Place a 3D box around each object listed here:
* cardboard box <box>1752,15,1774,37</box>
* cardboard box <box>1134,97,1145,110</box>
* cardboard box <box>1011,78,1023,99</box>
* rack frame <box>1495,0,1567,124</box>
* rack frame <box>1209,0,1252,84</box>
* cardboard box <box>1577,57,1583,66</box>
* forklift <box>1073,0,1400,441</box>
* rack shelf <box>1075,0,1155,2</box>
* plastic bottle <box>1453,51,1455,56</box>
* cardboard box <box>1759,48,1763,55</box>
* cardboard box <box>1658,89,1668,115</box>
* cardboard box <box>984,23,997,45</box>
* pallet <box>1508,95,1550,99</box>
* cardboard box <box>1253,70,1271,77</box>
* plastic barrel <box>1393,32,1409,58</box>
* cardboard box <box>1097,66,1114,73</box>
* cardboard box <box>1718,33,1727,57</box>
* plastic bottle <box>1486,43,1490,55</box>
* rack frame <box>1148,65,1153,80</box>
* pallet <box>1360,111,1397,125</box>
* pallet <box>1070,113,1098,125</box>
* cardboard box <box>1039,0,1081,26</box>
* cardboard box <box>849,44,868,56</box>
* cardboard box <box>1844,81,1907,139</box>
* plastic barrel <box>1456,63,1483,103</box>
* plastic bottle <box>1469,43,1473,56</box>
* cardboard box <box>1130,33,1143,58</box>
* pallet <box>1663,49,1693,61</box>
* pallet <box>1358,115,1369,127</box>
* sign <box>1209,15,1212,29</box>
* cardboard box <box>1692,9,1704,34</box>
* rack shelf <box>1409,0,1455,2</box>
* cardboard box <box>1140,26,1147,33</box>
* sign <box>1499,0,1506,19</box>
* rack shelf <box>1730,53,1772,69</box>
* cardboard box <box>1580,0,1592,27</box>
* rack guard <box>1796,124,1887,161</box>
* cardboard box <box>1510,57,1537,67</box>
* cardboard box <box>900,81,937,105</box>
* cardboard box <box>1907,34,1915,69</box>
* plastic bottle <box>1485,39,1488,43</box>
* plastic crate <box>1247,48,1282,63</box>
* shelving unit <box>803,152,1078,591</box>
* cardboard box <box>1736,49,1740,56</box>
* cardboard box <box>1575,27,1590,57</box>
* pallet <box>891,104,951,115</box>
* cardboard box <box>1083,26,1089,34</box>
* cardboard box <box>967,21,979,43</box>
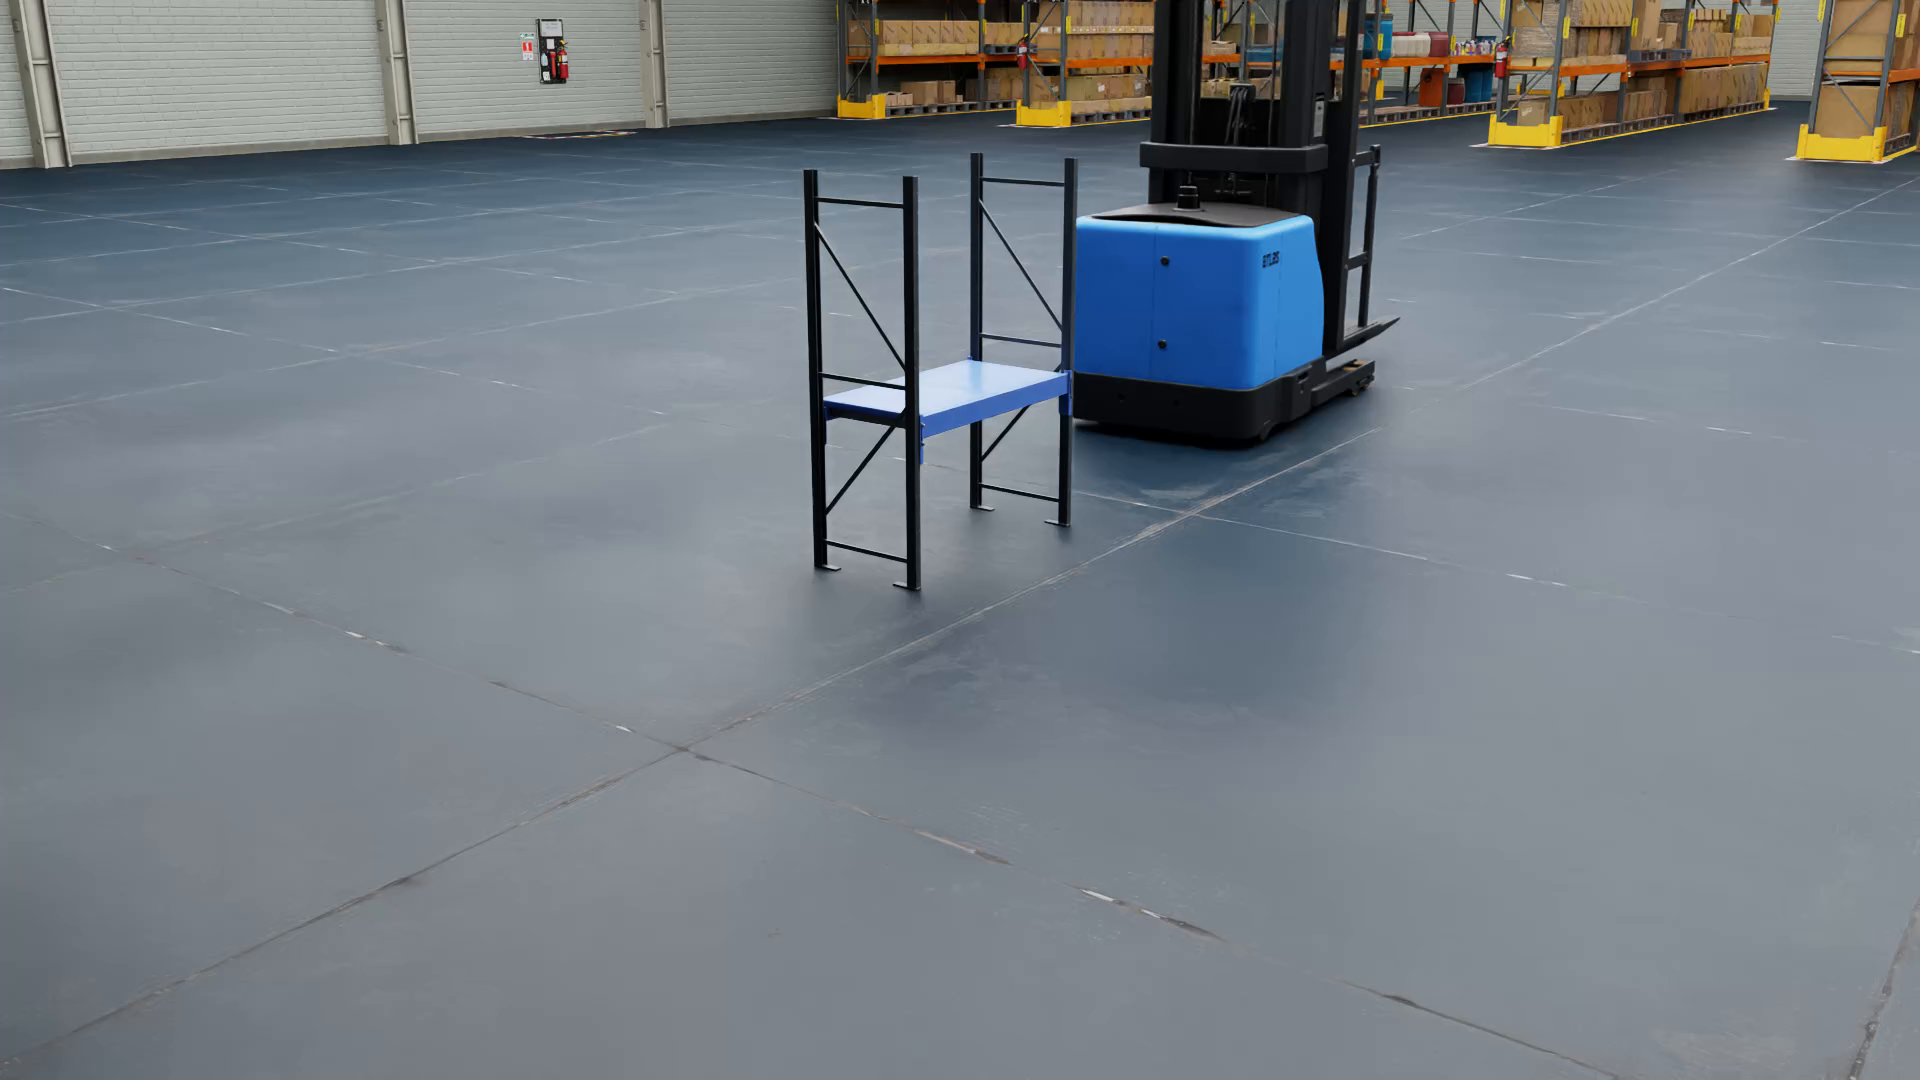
[{"bbox_3d":[19.139,-12.311,39.816,0.500,0.500,0.500,13,21,35],"label":"cardboard box"},{"bbox_3d":[3.708,-9.559,36.396,0.500,0.250,0.500,12,21,35],"label":"cardboard box"},{"bbox_3d":[1.163,-11.253,41.397,0.700,0.500,0.500,13,21,35],"label":"cardboard box"},{"bbox_3d":[9.685,-8.234,28.201,1.000,3.000,0.127,12,21,35],"label":"rack frame"},{"bbox_3d":[6.498,-11.891,39.976,1.000,3.000,0.127,12,21,35],"label":"rack frame"},{"bbox_3d":[10.658,-8.374,29.076,0.380,0.149,0.250,12,21,35],"label":"cardboard box"},{"bbox_3d":[1.721,-2.274,9.124,1.130,2.935,3.031,10,20,30],"label":"forklift"},{"bbox_3d":[3.709,-14.330,43.988,1.077,0.370,4.000,12,21,35],"label":"rack shelf"},{"bbox_3d":[11.082,-11.022,37.395,0.097,0.271,0.097,0,17,0],"label":"plastic bottle"},{"bbox_3d":[18.816,-11.600,39.465,0.380,0.149,0.250,13,21,36],"label":"cardboard box"},{"bbox_3d":[14.068,-8.993,34.117,0.700,0.500,0.500,11,20,32],"label":"cardboard box"},{"bbox_3d":[0.464,-12.186,40.015,0.700,0.500,0.500,12,21,35],"label":"cardboard box"},{"bbox_3d":[14.718,-11.399,43.094,1.003,0.211,1.213,12,21,35],"label":"pallet"},{"bbox_3d":[7.503,-11.788,41.854,0.500,0.250,0.500,12,21,34],"label":"cardboard box"},{"bbox_3d":[9.273,-10.491,35.238,0.433,0.535,0.433,0,17,0],"label":"plastic barrel"},{"bbox_3d":[3.588,-12.299,44.206,0.750,0.750,0.750,12,21,34],"label":"cardboard box"},{"bbox_3d":[16.475,-10.863,36.500,0.500,0.500,0.500,13,22,36],"label":"cardboard box"},{"bbox_3d":[12.363,-11.550,39.088,0.152,0.276,0.135,12,21,35],"label":"plastic bottle"},{"bbox_3d":[4.900,-13.718,45.860,1.000,3.000,0.127,12,21,35],"label":"rack frame"},{"bbox_3d":[8.527,-8.924,35.125,1.003,0.211,1.213,12,21,35],"label":"pallet"},{"bbox_3d":[2.153,-8.843,34.864,1.003,0.211,1.213,12,21,35],"label":"pallet"},{"bbox_3d":[2.051,-10.774,34.025,0.700,0.500,0.500,13,21,35],"label":"cardboard box"},{"bbox_3d":[-2.127,-10.943,37.144,0.500,0.250,0.500,13,21,35],"label":"cardboard box"},{"bbox_3d":[15.026,-7.119,27.485,0.875,0.875,0.875,13,21,35],"label":"cardboard box"},{"bbox_3d":[12.097,-10.870,39.521,0.600,0.901,0.708,12,21,35],"label":"plastic barrel"},{"bbox_3d":[11.716,-11.272,38.180,0.061,0.283,0.133,12,21,35],"label":"plastic bottle"},{"bbox_3d":[3.546,-10.752,36.141,0.700,0.500,0.500,12,21,34],"label":"cardboard box"},{"bbox_3d":[14.112,-9.859,33.758,1.213,0.211,1.003,12,21,35],"label":"pallet"},{"bbox_3d":[7.656,-8.578,34.009,1.003,0.211,1.213,12,21,35],"label":"pallet"},{"bbox_3d":[6.056,-12.499,40.118,0.100,0.325,0.005,12,21,35],"label":"sign"},{"bbox_3d":[15.290,-10.992,35.223,0.797,0.503,0.637,13,21,36],"label":"cardboard box"},{"bbox_3d":[9.282,-11.627,35.283,1.077,0.370,4.000,12,21,35],"label":"rack shelf"},{"bbox_3d":[3.821,-11.072,36.076,0.380,0.149,0.250,12,21,33],"label":"cardboard box"},{"bbox_3d":[9.251,-9.041,28.313,0.100,0.325,0.005,12,21,35],"label":"sign"},{"bbox_3d":[18.026,-11.225,39.045,1.077,0.370,4.000,12,21,35],"label":"rack shelf"},{"bbox_3d":[10.535,-9.102,28.640,0.500,0.500,0.500,12,21,35],"label":"cardboard box"},{"bbox_3d":[13.593,-6.134,25.653,1.175,0.500,0.348,12,21,35],"label":"rack guard"},{"bbox_3d":[9.689,-8.218,28.574,0.380,0.149,0.250,12,21,35],"label":"cardboard box"},{"bbox_3d":[-0.948,-10.327,38.413,0.700,0.500,0.500,11,20,31],"label":"cardboard box"},{"bbox_3d":[14.820,-7.881,26.811,0.875,0.550,0.500,12,21,35],"label":"cardboard box"},{"bbox_3d":[12.456,-11.692,39.421,0.144,0.351,0.185,12,21,35],"label":"plastic bottle"},{"bbox_3d":[5.765,-9.210,31.595,0.499,0.251,0.616,12,21,35],"label":"plastic crate"},{"bbox_3d":[-0.051,-0.696,6.456,0.538,1.500,1.048,12,21,35],"label":"shelving unit"},{"bbox_3d":[17.434,-11.046,37.681,0.380,0.149,0.250,12,21,33],"label":"cardboard box"},{"bbox_3d":[10.568,-8.802,29.358,0.875,0.500,0.500,12,21,35],"label":"cardboard box"},{"bbox_3d":[-0.965,-10.023,38.663,1.003,0.211,1.213,12,21,35],"label":"pallet"},{"bbox_3d":[2.443,-10.521,34.302,0.380,0.149,0.250,13,21,35],"label":"cardboard box"},{"bbox_3d":[0.100,-11.941,39.094,0.500,0.500,0.500,12,21,35],"label":"cardboard box"}]
